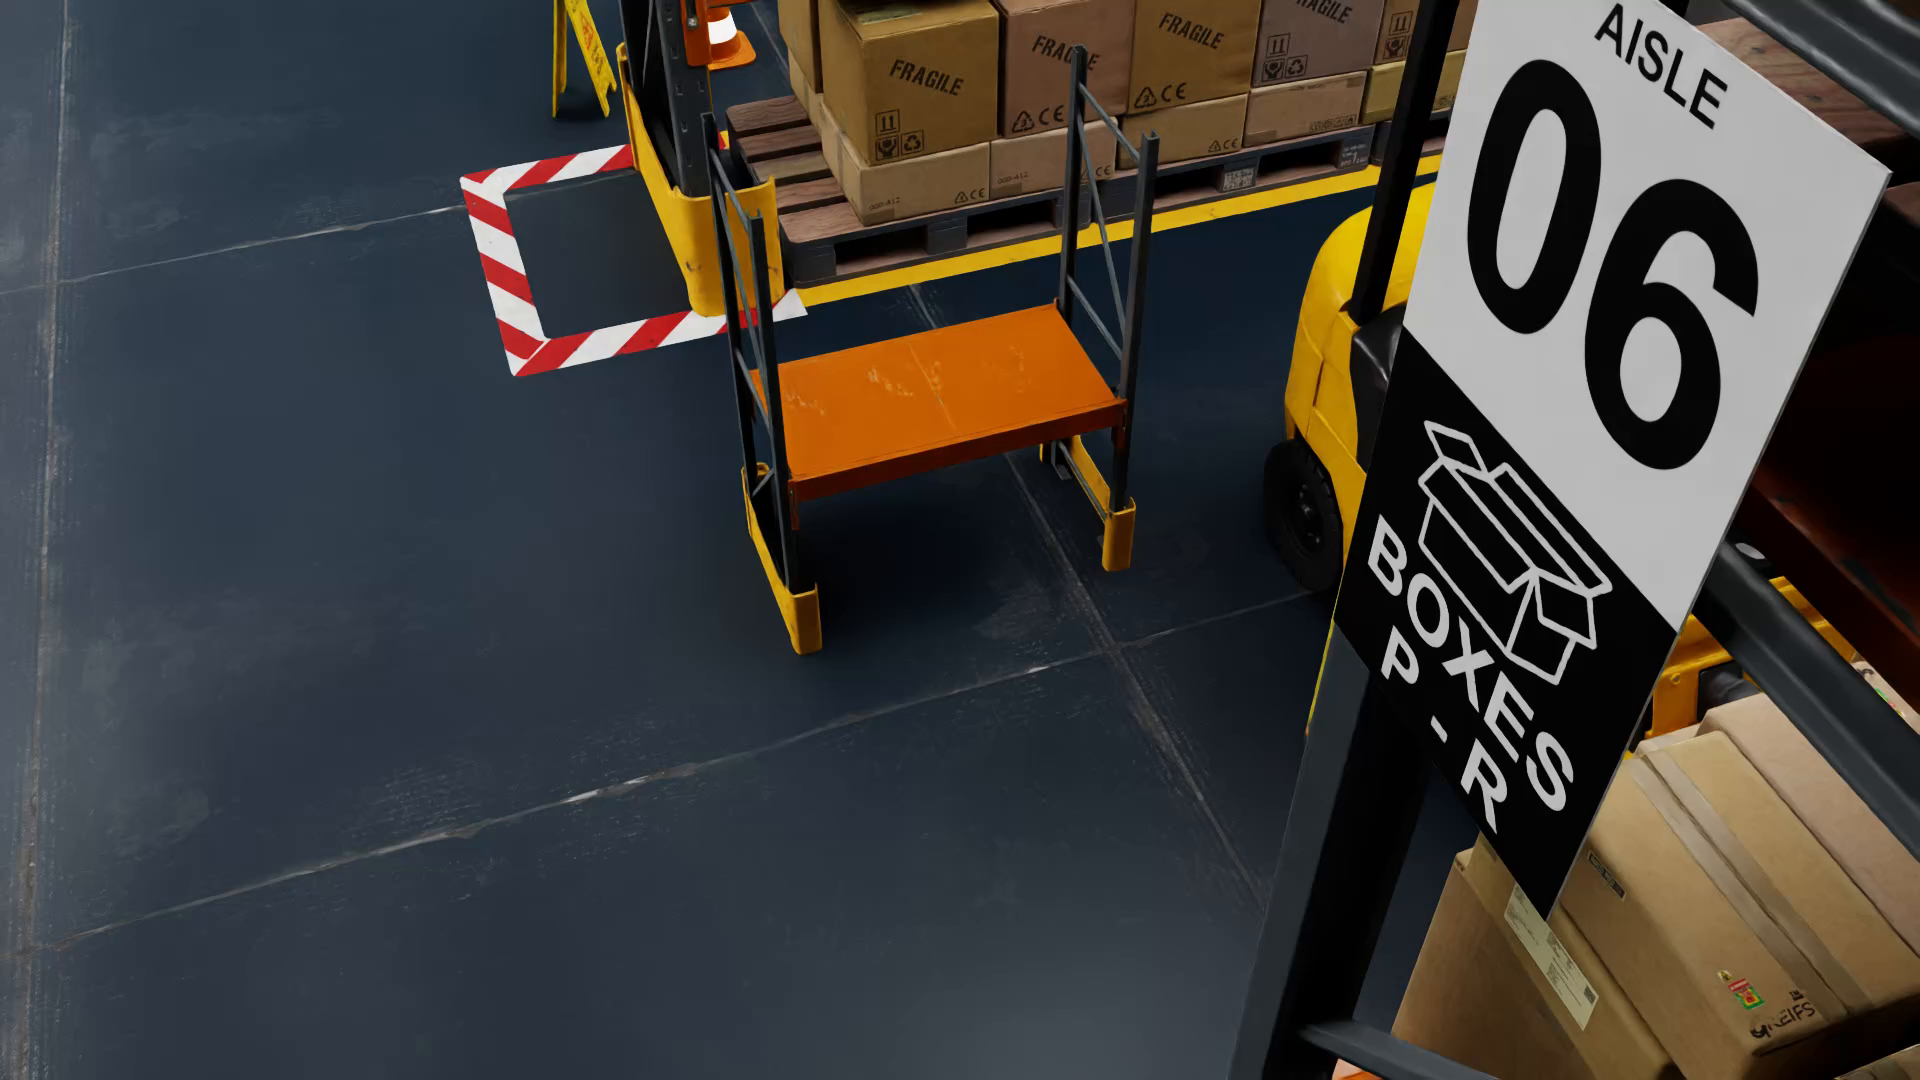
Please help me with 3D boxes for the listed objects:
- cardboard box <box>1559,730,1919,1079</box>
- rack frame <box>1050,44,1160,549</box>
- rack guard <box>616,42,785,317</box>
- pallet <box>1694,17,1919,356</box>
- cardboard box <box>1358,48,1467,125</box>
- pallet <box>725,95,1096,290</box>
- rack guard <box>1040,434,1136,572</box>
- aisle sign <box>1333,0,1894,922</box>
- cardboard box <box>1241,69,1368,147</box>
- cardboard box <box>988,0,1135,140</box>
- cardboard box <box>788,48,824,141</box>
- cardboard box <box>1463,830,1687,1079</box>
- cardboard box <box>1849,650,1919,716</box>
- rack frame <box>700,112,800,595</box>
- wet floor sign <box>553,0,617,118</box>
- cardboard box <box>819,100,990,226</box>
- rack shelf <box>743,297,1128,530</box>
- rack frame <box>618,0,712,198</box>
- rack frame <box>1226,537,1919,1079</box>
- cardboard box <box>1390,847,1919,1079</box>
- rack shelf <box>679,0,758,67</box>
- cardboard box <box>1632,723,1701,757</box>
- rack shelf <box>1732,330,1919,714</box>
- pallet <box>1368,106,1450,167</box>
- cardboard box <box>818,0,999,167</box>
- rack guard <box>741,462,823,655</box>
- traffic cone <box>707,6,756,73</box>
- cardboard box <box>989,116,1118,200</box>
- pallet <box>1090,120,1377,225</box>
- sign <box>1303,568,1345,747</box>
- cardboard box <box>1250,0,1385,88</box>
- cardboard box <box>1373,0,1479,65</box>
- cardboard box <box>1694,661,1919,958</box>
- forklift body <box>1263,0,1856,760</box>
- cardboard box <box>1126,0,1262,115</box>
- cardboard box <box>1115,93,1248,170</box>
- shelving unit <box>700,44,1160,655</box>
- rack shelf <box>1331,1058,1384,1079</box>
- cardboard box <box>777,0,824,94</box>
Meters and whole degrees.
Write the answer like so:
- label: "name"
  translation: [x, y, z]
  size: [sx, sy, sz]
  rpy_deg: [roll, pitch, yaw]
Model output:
- label: "cardboard box"
  translation: [0.892, 0.439, 1.956]
  size: [0.250, 0.149, 0.380]
  rpy_deg: [-14, 47, -14]
- label: "rack frame"
  translation: [0.398, -0.631, 4.820]
  size: [0.032, 1.500, 0.500]
  rpy_deg: [-14, 47, -14]
- label: "rack guard"
  translation: [-0.991, -1.407, 6.300]
  size: [0.348, 0.500, 1.175]
  rpy_deg: [-14, 47, -14]
- label: "pallet"
  translation: [1.301, -0.146, 1.222]
  size: [1.213, 0.211, 1.003]
  rpy_deg: [-14, 47, -14]
- label: "cardboard box"
  translation: [1.738, -1.955, 6.726]
  size: [0.500, 0.250, 0.500]
  rpy_deg: [-15, 47, -15]
- label: "pallet"
  translation: [-0.215, -1.477, 6.573]
  size: [1.213, 0.211, 1.003]
  rpy_deg: [-14, 47, -14]
- label: "rack guard"
  translation: [0.397, -0.190, 5.263]
  size: [0.087, 0.250, 0.587]
  rpy_deg: [-14, 47, -14]
- label: "aisle sign"
  translation: [0.465, -0.063, 1.360]
  size: [0.004, 0.787, 0.394]
  rpy_deg: [-14, 47, -14]
- label: "cardboard box"
  translation: [1.258, -1.836, 6.607]
  size: [0.500, 0.250, 0.500]
  rpy_deg: [-14, 47, -13]
- label: "cardboard box"
  translation: [0.303, -1.858, 6.100]
  size: [0.500, 0.500, 0.500]
  rpy_deg: [-16, 47, -15]
- label: "cardboard box"
  translation: [-0.371, -1.828, 6.599]
  size: [0.500, 0.250, 0.500]
  rpy_deg: [-15, 47, -14]
- label: "cardboard box"
  translation: [0.858, 0.500, 2.105]
  size: [0.250, 0.149, 0.380]
  rpy_deg: [-14, 47, -13]
- label: "cardboard box"
  translation: [1.350, 0.278, 2.117]
  size: [0.250, 0.149, 0.380]
  rpy_deg: [-13, 47, -13]
- label: "rack frame"
  translation: [-0.558, -0.387, 4.576]
  size: [0.032, 1.500, 0.500]
  rpy_deg: [-14, 47, -14]
- label: "wet floor sign"
  translation: [-1.604, -2.108, 6.895]
  size: [0.232, 0.644, 0.267]
  rpy_deg: [0, 45, 0]
- label: "cardboard box"
  translation: [-0.210, -1.459, 6.231]
  size: [0.500, 0.250, 0.500]
  rpy_deg: [-15, 47, -14]
- label: "rack shelf"
  translation: [-0.080, -0.382, 4.826]
  size: [1.000, 0.185, 0.538]
  rpy_deg: [-14, 47, -14]
- label: "rack frame"
  translation: [-1.062, -2.271, 5.396]
  size: [0.127, 3.000, 1.000]
  rpy_deg: [-14, 47, -14]
- label: "rack frame"
  translation: [0.627, 1.034, 2.101]
  size: [0.127, 3.000, 1.000]
  rpy_deg: [-14, 47, -14]
- label: "cardboard box"
  translation: [1.000, 0.706, 2.358]
  size: [0.500, 0.500, 0.500]
  rpy_deg: [-15, 47, -15]
- label: "rack shelf"
  translation: [0.819, -2.499, 6.130]
  size: [4.000, 0.370, 1.077]
  rpy_deg: [-14, 47, -14]
- label: "cardboard box"
  translation: [1.088, 0.419, 2.186]
  size: [0.250, 0.149, 0.380]
  rpy_deg: [-14, 47, -13]
- label: "rack shelf"
  translation: [2.508, -0.251, 1.773]
  size: [4.000, 0.370, 1.077]
  rpy_deg: [-14, 47, -14]
- label: "pallet"
  translation: [2.080, -2.064, 7.158]
  size: [1.213, 0.211, 1.003]
  rpy_deg: [-14, 47, -14]
- label: "cardboard box"
  translation: [-0.187, -1.730, 5.971]
  size: [0.500, 0.500, 0.500]
  rpy_deg: [-16, 47, -15]
- label: "rack guard"
  translation: [-0.540, 0.050, 5.024]
  size: [0.087, 0.250, 0.587]
  rpy_deg: [-14, 47, -14]
- label: "traffic cone"
  translation: [-1.096, -2.339, 7.254]
  size: [0.334, 0.463, 0.336]
  rpy_deg: [-14, 47, -14]
- label: "cardboard box"
  translation: [0.273, -1.577, 6.348]
  size: [0.500, 0.250, 0.500]
  rpy_deg: [-13, 46, -12]
- label: "pallet"
  translation: [0.931, -1.768, 6.863]
  size: [1.213, 0.211, 1.003]
  rpy_deg: [-14, 47, -14]
- label: "sign"
  translation: [0.455, 0.177, 1.971]
  size: [0.005, 0.325, 0.100]
  rpy_deg: [-14, 47, -14]
- label: "cardboard box"
  translation: [1.277, -2.108, 6.348]
  size: [0.500, 0.500, 0.500]
  rpy_deg: [-12, 46, -12]
- label: "cardboard box"
  translation: [1.757, -2.231, 6.471]
  size: [0.500, 0.500, 0.500]
  rpy_deg: [-14, 47, -13]
- label: "cardboard box"
  translation: [1.113, 0.359, 2.036]
  size: [0.250, 0.149, 0.380]
  rpy_deg: [-14, 47, -14]
- label: "forklift body"
  translation: [1.791, -0.337, 4.068]
  size: [1.214, 2.155, 2.313]
  rpy_deg: [-14, 47, -14]
- label: "cardboard box"
  translation: [0.777, -1.974, 6.215]
  size: [0.500, 0.500, 0.500]
  rpy_deg: [-13, 47, -13]
- label: "cardboard box"
  translation: [0.782, -1.716, 6.488]
  size: [0.500, 0.250, 0.500]
  rpy_deg: [-11, 46, -11]
- label: "shelving unit"
  translation: [-0.072, -0.511, 4.701]
  size: [1.083, 1.500, 0.587]
  rpy_deg: [-14, 47, -14]
- label: "rack shelf"
  translation: [2.508, 0.807, 2.835]
  size: [4.000, 0.370, 1.077]
  rpy_deg: [-14, 47, -14]
- label: "cardboard box"
  translation: [-0.397, -2.080, 6.321]
  size: [0.500, 0.500, 0.500]
  rpy_deg: [-14, 47, -14]
